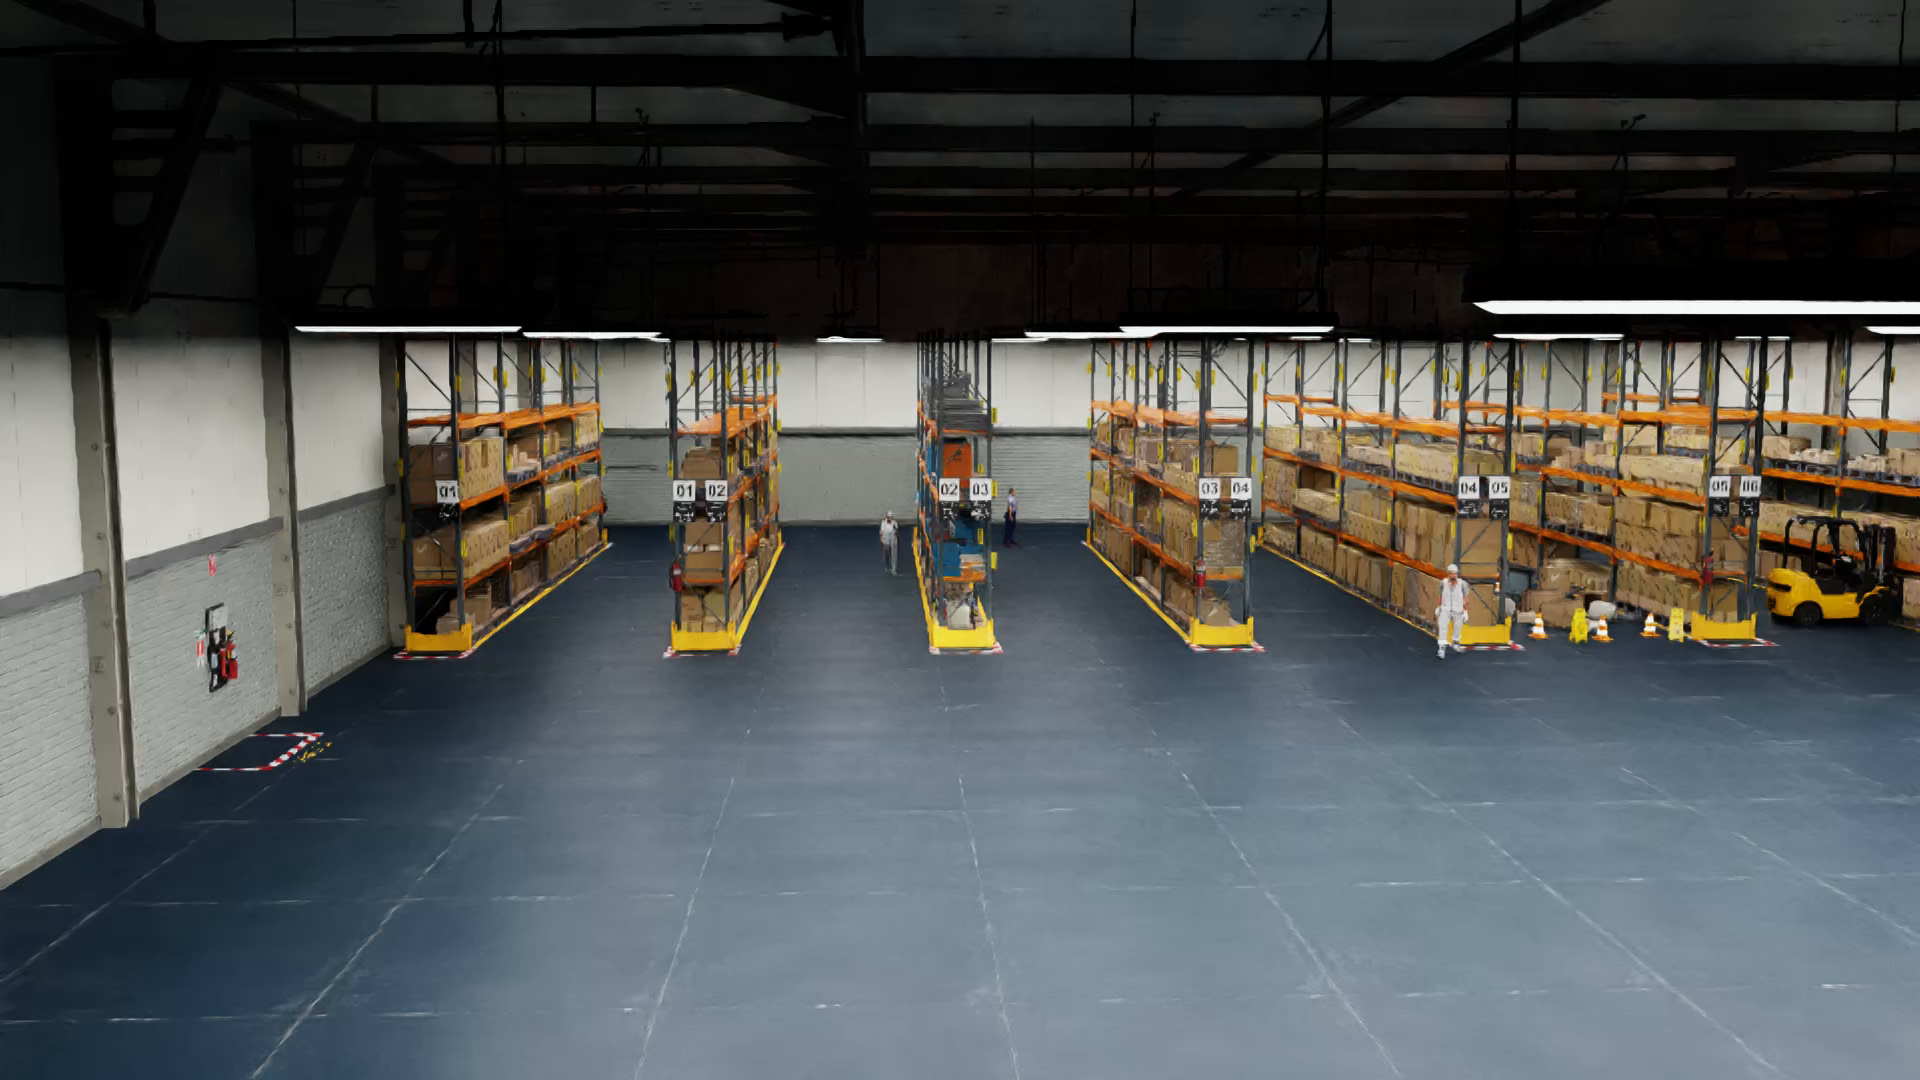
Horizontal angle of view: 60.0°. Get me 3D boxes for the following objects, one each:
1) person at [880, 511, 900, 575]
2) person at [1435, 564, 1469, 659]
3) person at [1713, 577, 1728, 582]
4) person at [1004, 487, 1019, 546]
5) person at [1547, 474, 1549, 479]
[{"bbox_3d":[-1.751,0.055,41.346,0.497,1.583,1.090,0,7,0],"label":"person"},{"bbox_3d":[8.994,1.292,30.420,0.590,1.744,0.985,2,7,19],"label":"person"},{"bbox_3d":[17.256,0.402,37.860,0.569,1.709,0.627,3,7,25],"label":"person"},{"bbox_3d":[1.450,-0.683,47.336,0.391,1.655,0.588,1,7,10],"label":"person"},{"bbox_3d":[18.070,-1.189,51.243,0.620,1.784,0.566,-5,9,-38],"label":"person"}]
